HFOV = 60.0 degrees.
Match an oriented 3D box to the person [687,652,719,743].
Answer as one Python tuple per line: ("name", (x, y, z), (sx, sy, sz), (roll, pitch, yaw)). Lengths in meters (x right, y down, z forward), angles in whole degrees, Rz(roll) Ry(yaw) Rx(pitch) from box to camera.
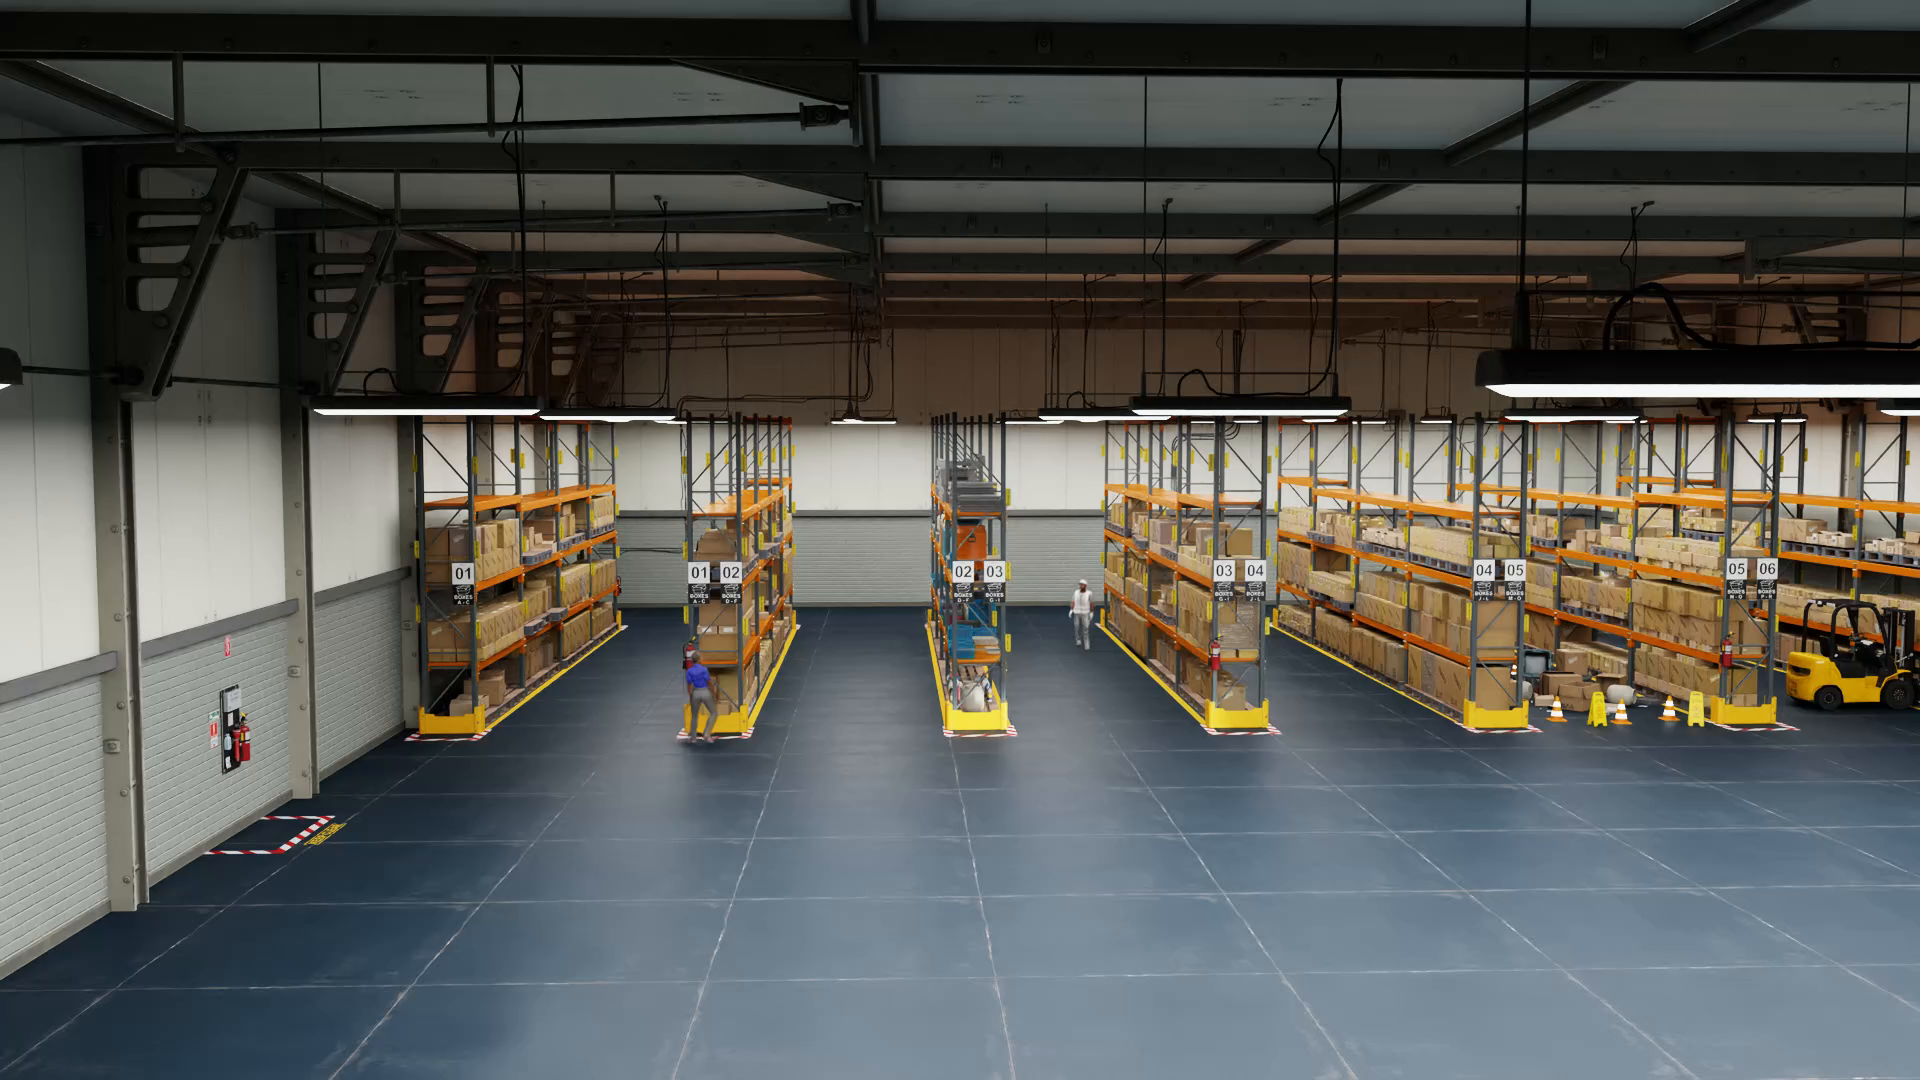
("person", (-4.680, 2.848, 29.987), (0.597, 1.659, 0.405), (1, 4, 10))

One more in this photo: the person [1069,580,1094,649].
("person", (3.151, 1.904, 43.037), (0.651, 1.742, 0.945), (0, 4, 0))

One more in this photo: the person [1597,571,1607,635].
("person", (17.468, 1.741, 45.546), (0.606, 1.809, 0.684), (-2, 4, -28))
